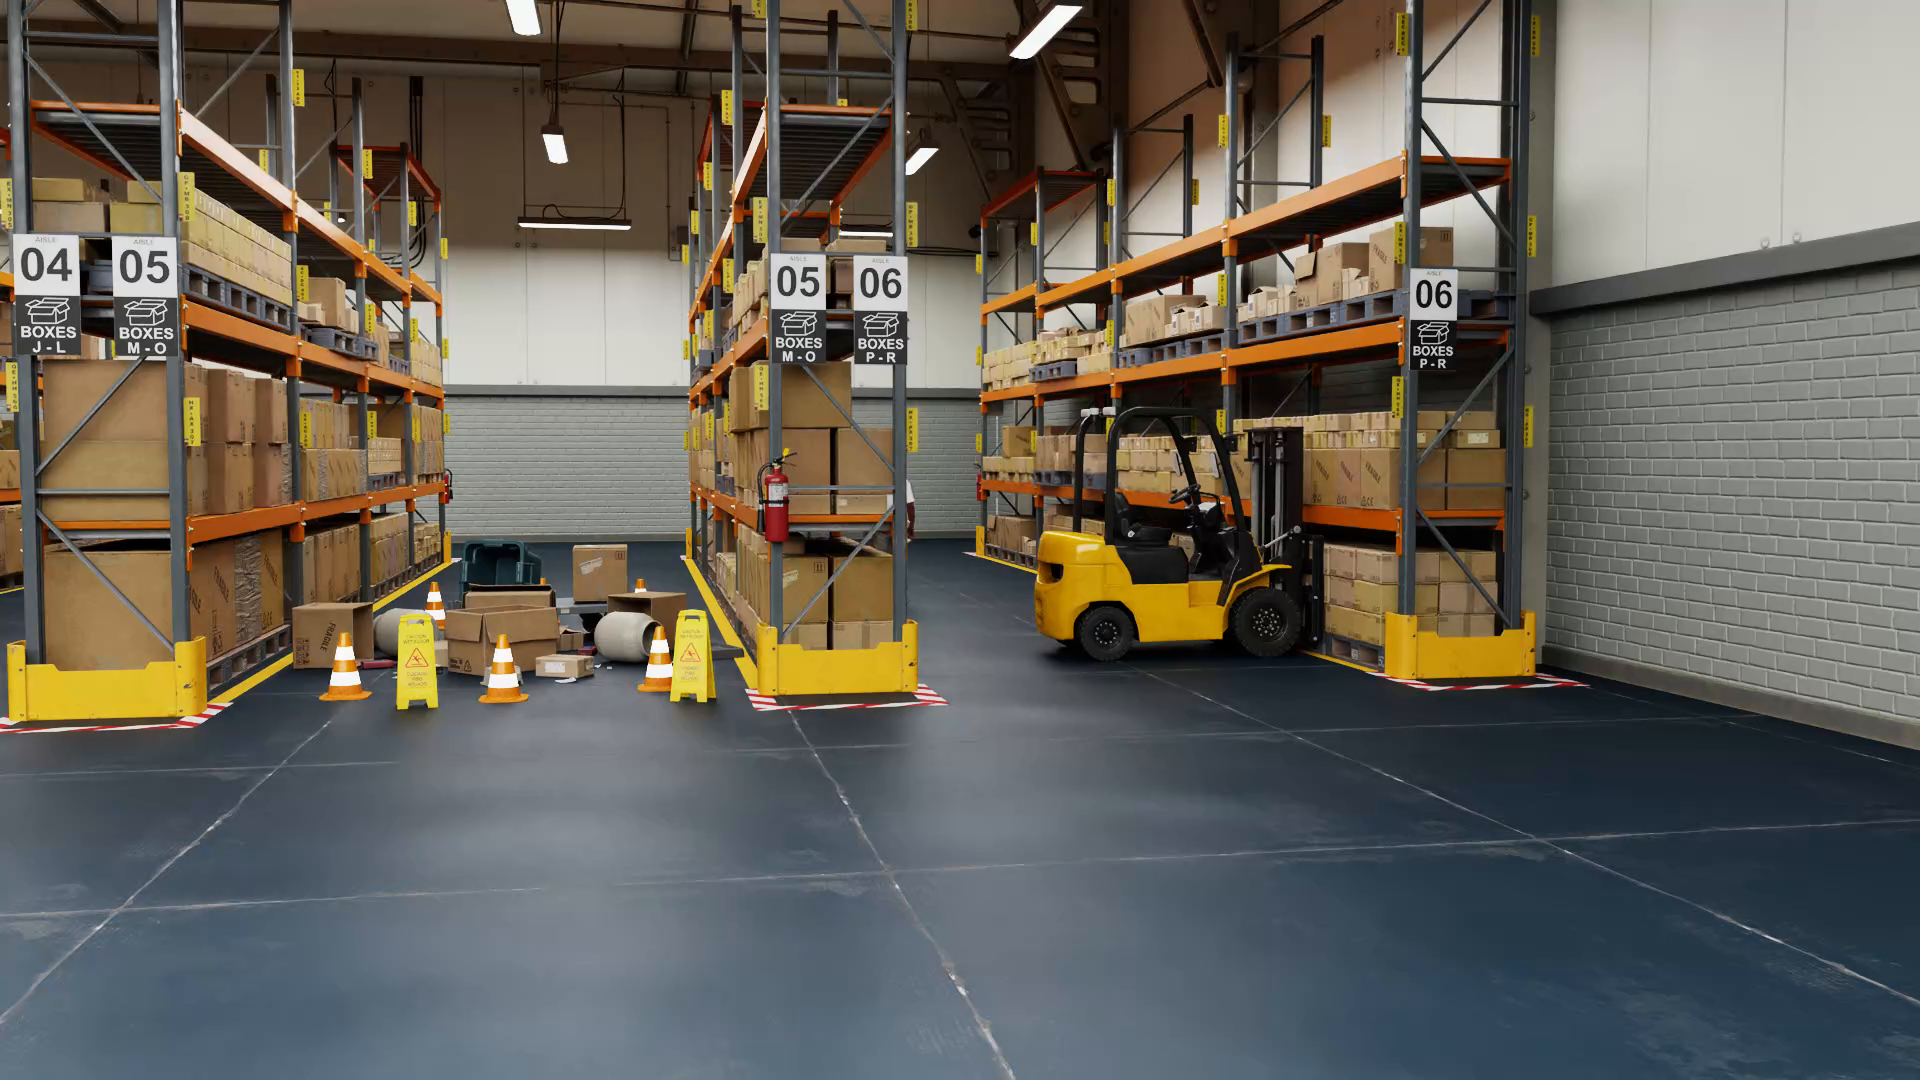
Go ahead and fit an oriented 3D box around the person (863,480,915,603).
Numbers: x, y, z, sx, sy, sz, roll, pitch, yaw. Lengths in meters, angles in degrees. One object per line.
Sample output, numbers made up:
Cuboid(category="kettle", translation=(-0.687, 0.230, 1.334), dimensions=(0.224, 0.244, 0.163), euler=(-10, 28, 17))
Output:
Cuboid(category="person", translation=(-0.838, -0.136, 19.539), dimensions=(0.629, 1.759, 0.460), euler=(-1, 3, -16))
